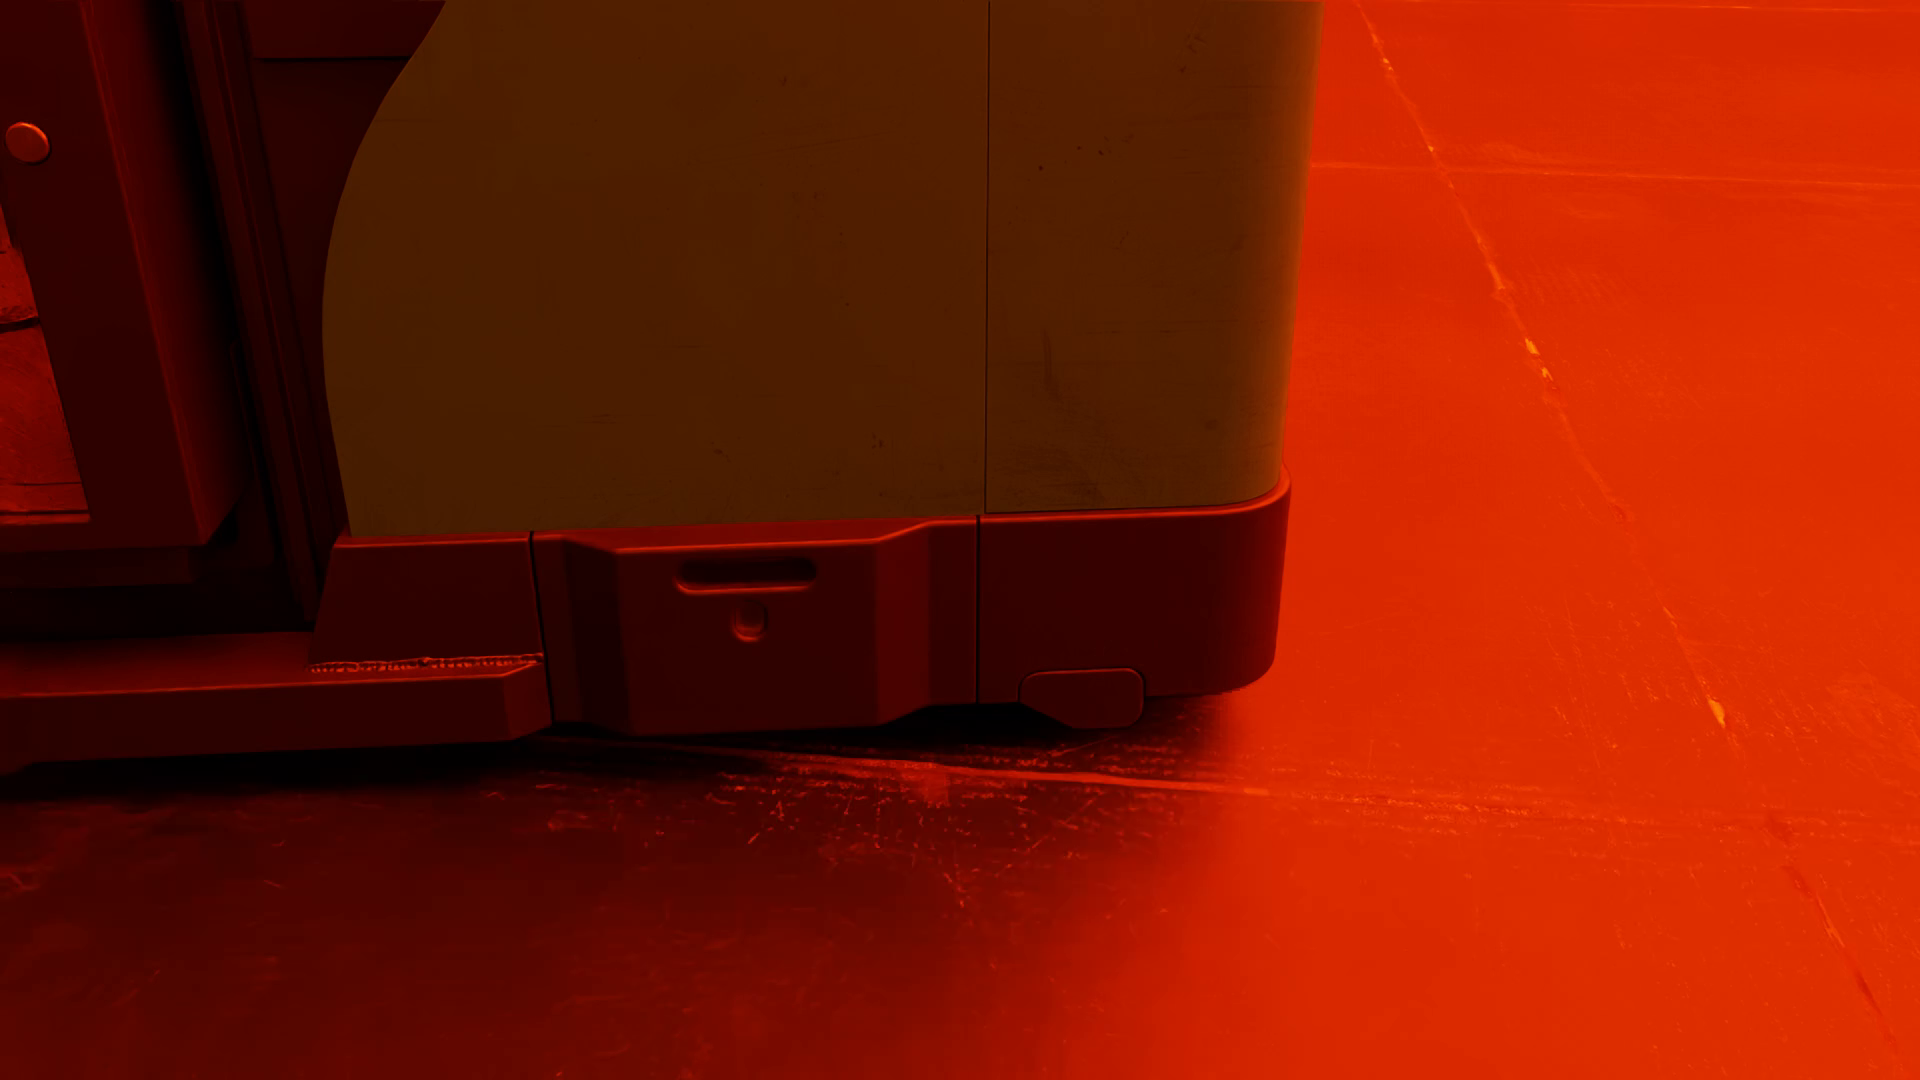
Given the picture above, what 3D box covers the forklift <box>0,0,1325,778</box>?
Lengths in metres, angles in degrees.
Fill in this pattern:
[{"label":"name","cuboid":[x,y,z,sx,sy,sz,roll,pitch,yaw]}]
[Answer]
[{"label":"forklift","cuboid":[-1.155,-1.245,1.713,3.031,2.935,1.130,-2,27,-4]}]
